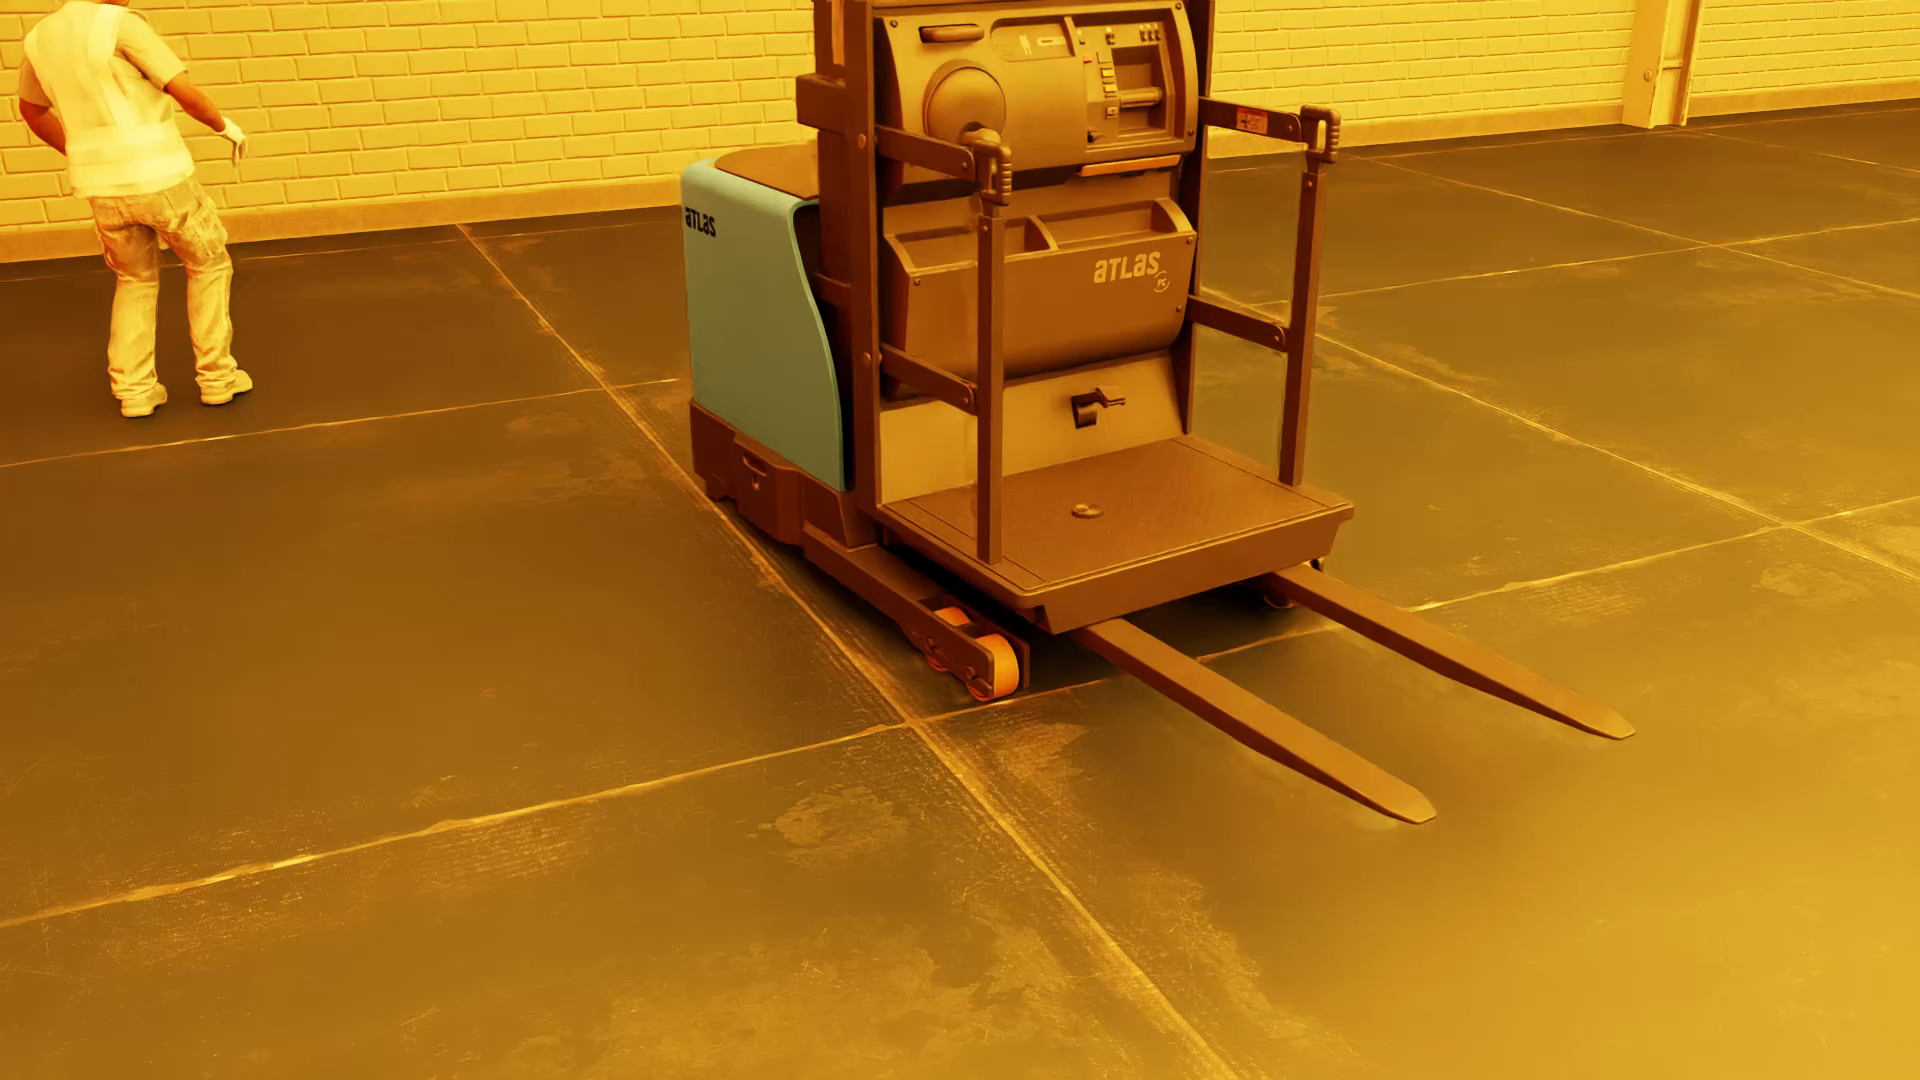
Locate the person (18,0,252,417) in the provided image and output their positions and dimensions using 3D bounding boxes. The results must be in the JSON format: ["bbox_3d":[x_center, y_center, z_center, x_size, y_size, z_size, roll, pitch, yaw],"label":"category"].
[{"bbox_3d":[-2.995,-1.315,6.058,0.795,1.724,0.533,4,23,10],"label":"person"}]

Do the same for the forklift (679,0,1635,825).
[{"bbox_3d":[0.341,-1.158,4.074,1.130,2.935,3.031,-14,26,-30],"label":"forklift"}]
